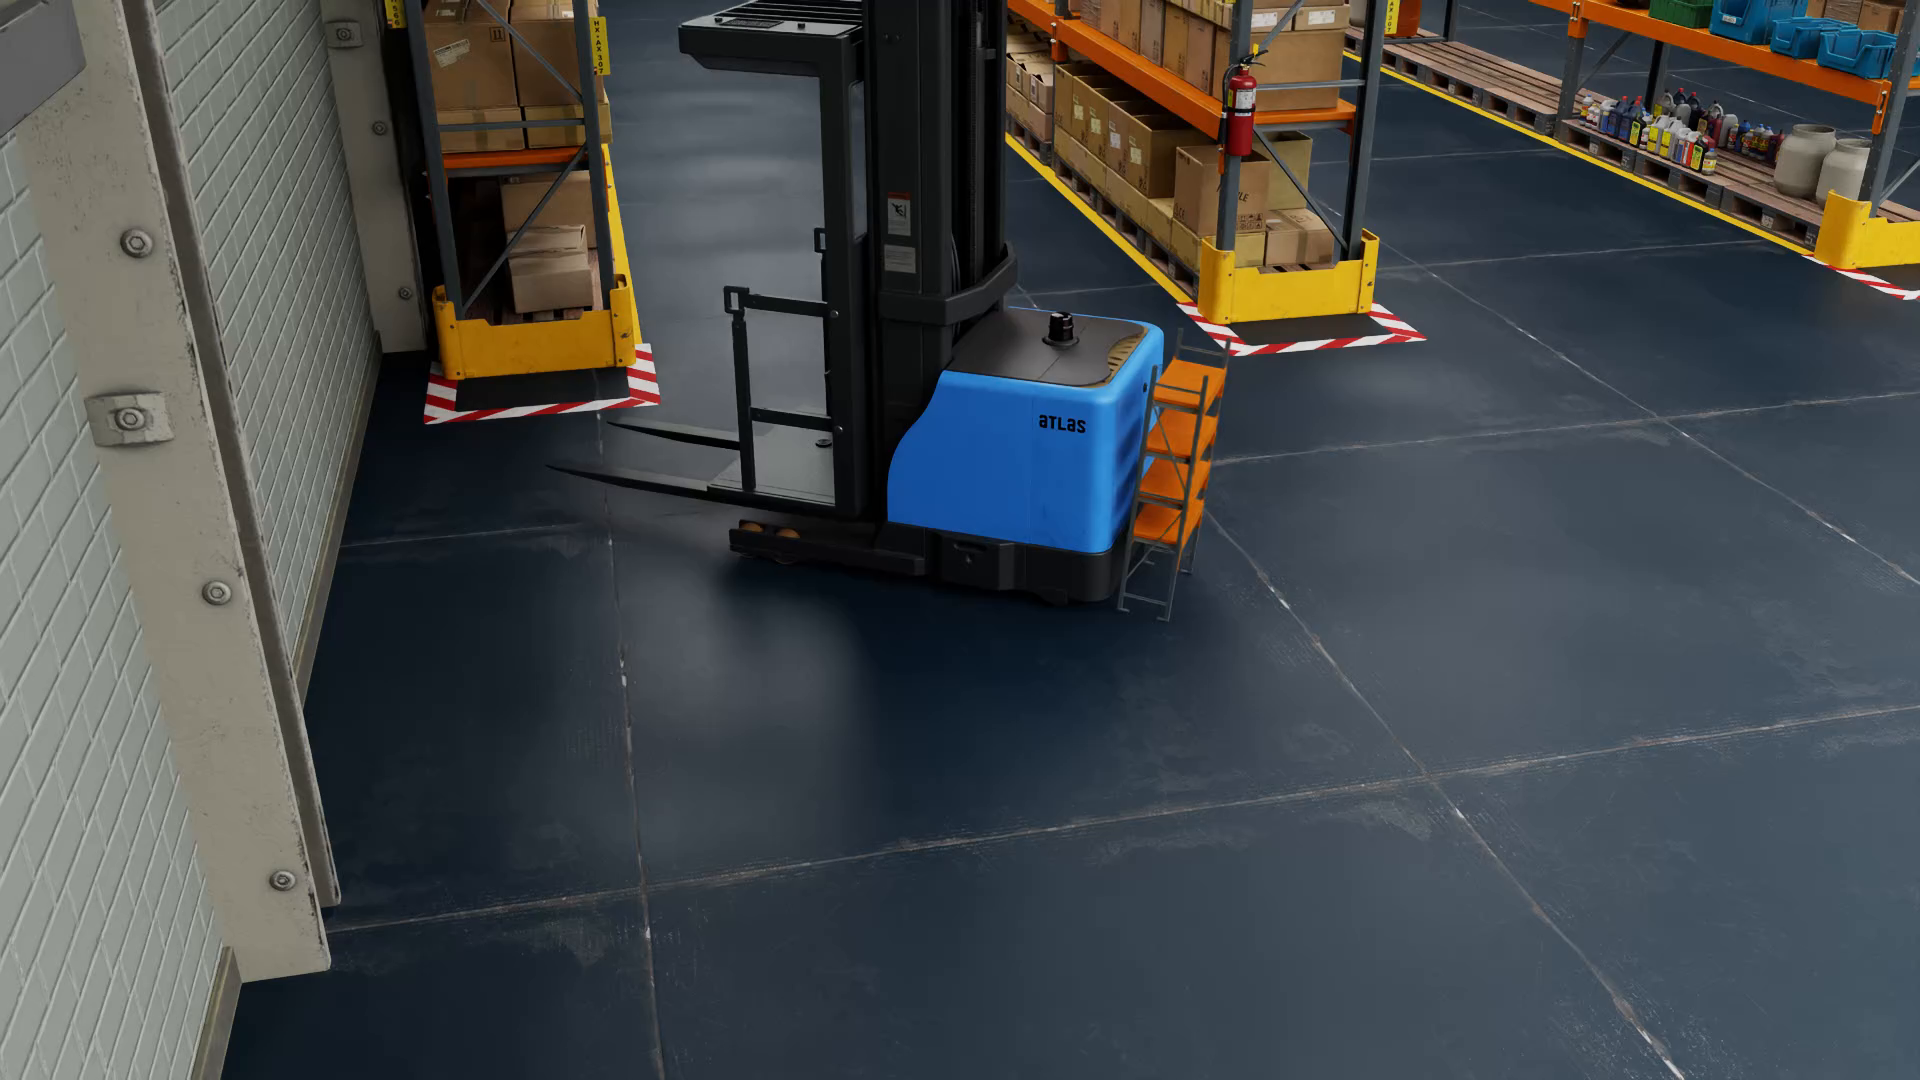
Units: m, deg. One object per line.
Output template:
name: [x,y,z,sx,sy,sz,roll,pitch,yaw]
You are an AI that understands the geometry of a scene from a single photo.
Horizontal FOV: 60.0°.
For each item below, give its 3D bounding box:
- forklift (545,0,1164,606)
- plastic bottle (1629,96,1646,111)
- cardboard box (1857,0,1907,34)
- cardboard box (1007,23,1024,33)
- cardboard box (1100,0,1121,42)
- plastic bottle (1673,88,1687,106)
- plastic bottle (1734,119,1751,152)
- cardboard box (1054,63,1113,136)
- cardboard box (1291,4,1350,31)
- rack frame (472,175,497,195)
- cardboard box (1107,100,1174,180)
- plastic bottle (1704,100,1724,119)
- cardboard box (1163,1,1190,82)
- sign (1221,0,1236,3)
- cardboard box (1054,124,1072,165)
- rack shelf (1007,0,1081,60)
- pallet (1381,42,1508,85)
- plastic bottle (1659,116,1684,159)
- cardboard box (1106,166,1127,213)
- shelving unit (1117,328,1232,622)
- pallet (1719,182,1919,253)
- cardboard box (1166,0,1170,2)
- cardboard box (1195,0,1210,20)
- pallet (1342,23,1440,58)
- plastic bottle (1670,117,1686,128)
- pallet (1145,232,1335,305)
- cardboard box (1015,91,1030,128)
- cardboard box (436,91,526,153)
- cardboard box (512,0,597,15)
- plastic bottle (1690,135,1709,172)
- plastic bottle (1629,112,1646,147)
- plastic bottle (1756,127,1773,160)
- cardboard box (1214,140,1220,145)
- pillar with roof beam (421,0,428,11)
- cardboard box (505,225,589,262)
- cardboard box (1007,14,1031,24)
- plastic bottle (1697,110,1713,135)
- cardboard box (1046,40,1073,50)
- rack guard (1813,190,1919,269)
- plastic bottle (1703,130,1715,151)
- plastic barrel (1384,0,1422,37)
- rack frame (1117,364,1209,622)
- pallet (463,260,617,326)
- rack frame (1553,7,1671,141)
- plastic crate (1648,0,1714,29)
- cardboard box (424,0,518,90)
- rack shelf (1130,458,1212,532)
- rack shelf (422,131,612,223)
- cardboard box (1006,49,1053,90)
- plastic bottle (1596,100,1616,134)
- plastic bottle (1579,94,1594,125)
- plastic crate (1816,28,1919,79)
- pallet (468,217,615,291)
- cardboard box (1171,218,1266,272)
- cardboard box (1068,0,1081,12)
forklift: [-0.590,-1.404,7.780,3.031,2.935,1.130,9,28,18]
plastic bottle: [6.053,-3.809,14.919,0.144,0.351,0.185,-6,27,-12]
cardboard box: [10.501,-5.734,18.567,0.700,0.500,0.500,-4,27,-7]
cardboard box: [0.365,-5.152,17.092,0.500,0.311,0.500,-7,28,-13]
cardboard box: [1.539,-4.295,13.320,0.700,0.500,0.500,-6,27,-12]
plastic bottle: [6.561,-3.937,15.173,0.144,0.351,0.185,-7,28,-13]
plastic bottle: [6.786,-3.510,14.415,0.097,0.271,0.097,0,27,0]
cardboard box: [1.107,-3.735,14.074,0.500,0.500,0.500,-6,27,-12]
cardboard box: [2.331,-3.448,10.921,0.380,0.149,0.250,-6,27,-12]
rack frame: [-3.517,-4.171,13.185,1.000,3.000,0.127,-6,27,-12]
cardboard box: [1.448,-3.077,12.770,0.500,0.500,0.500,-6,27,-12]
plastic bottle: [6.677,-3.711,14.726,0.144,0.351,0.185,-6,27,-12]
cardboard box: [1.887,-3.619,11.980,0.700,0.500,0.500,-6,27,-11]
sign: [1.678,-3.493,10.294,0.100,0.325,0.005,-6,27,-12]
cardboard box: [1.117,-3.401,14.245,0.500,0.250,0.500,-6,27,-12]
rack shelf: [0.857,-5.232,16.086,1.077,0.370,4.000,-6,27,-12]
pallet: [5.370,-5.344,18.604,1.003,0.211,1.213,-6,27,-12]
plastic bottle: [6.093,-3.443,14.194,0.144,0.351,0.185,-5,27,-9]
cardboard box: [1.451,-2.742,12.940,0.500,0.250,0.500,-6,27,-12]
shelving unit: [0.959,-0.289,7.469,0.258,1.200,0.503,13,29,15]
pallet: [6.795,-2.562,13.091,1.003,0.211,1.213,-6,27,-12]
cardboard box: [1.644,-3.970,11.957,0.380,0.149,0.250,-5,27,-10]
cardboard box: [1.820,-3.629,11.280,0.380,0.149,0.250,-6,27,-12]
pallet: [5.015,-6.030,19.962,1.003,0.211,1.213,-6,27,-12]
plastic bottle: [6.189,-3.517,14.425,0.152,0.276,0.135,-6,27,-12]
pallet: [1.996,-2.006,11.990,1.003,0.211,1.213,-6,27,-12]
cardboard box: [0.820,-4.010,15.452,0.500,0.250,0.500,-6,27,-12]
cardboard box: [-2.910,-2.542,10.102,0.500,0.250,0.500,-6,27,-11]
cardboard box: [-2.532,-3.150,10.473,0.500,0.500,0.500,-6,27,-11]
plastic bottle: [6.151,-3.216,13.819,0.061,0.283,0.133,-5,27,-10]
plastic bottle: [5.952,-3.605,14.589,0.061,0.283,0.133,-5,27,-9]
plastic bottle: [6.854,-3.377,14.152,0.097,0.271,0.097,0,27,0]
cardboard box: [2.066,-2.910,12.439,0.500,0.500,0.500,-6,27,-12]
pillar with roof beam: [-0.774,-8.384,14.873,9.100,9.000,0.400,-6,27,-12]
cardboard box: [-2.813,-1.974,11.328,0.500,0.311,0.500,-4,27,-7]
cardboard box: [0.765,-5.437,17.656,0.500,0.311,0.500,-5,27,-10]
plastic bottle: [6.583,-3.660,14.698,0.061,0.283,0.133,-6,27,-12]
cardboard box: [1.110,-4.767,16.329,0.500,0.311,0.500,-5,27,-10]
rack guard: [6.973,-2.334,12.319,1.175,0.500,0.348,-6,27,-12]
plastic bottle: [6.269,-3.291,13.967,0.061,0.283,0.133,-6,27,-12]
plastic barrel: [5.106,-6.365,19.473,0.600,0.830,0.708,-6,27,-12]
rack frame: [0.878,-0.185,7.263,0.240,1.200,0.015,13,29,15]
pallet: [-2.782,-1.564,11.114,1.003,0.211,1.213,-6,27,-12]
rack frame: [6.135,-5.177,15.178,1.000,3.000,0.127,-6,27,-12]
plastic crate: [6.166,-4.458,13.988,0.450,0.188,0.662,-6,27,-12]
cardboard box: [-3.033,-3.099,10.373,0.500,0.500,0.500,-6,27,-11]
rack shelf: [0.954,-0.230,7.501,0.258,0.148,0.480,13,29,15]
rack shelf: [-3.067,-2.972,11.607,1.077,0.370,4.000,-6,27,-12]
cardboard box: [0.704,-4.482,15.763,0.500,0.311,0.500,-6,27,-12]
plastic bottle: [5.879,-3.834,15.051,0.152,0.276,0.135,-5,27,-10]
plastic bottle: [5.779,-3.971,15.328,0.097,0.271,0.097,0,27,0]
plastic crate: [6.632,-3.544,12.107,0.499,0.251,0.616,-6,27,-12]
pallet: [-3.053,-2.098,12.173,1.003,0.211,1.213,-6,27,-12]
cardboard box: [1.801,-2.085,11.637,0.500,0.250,0.500,-6,27,-12]
cardboard box: [1.154,-4.820,14.638,0.500,0.250,0.500,-4,27,-8]
